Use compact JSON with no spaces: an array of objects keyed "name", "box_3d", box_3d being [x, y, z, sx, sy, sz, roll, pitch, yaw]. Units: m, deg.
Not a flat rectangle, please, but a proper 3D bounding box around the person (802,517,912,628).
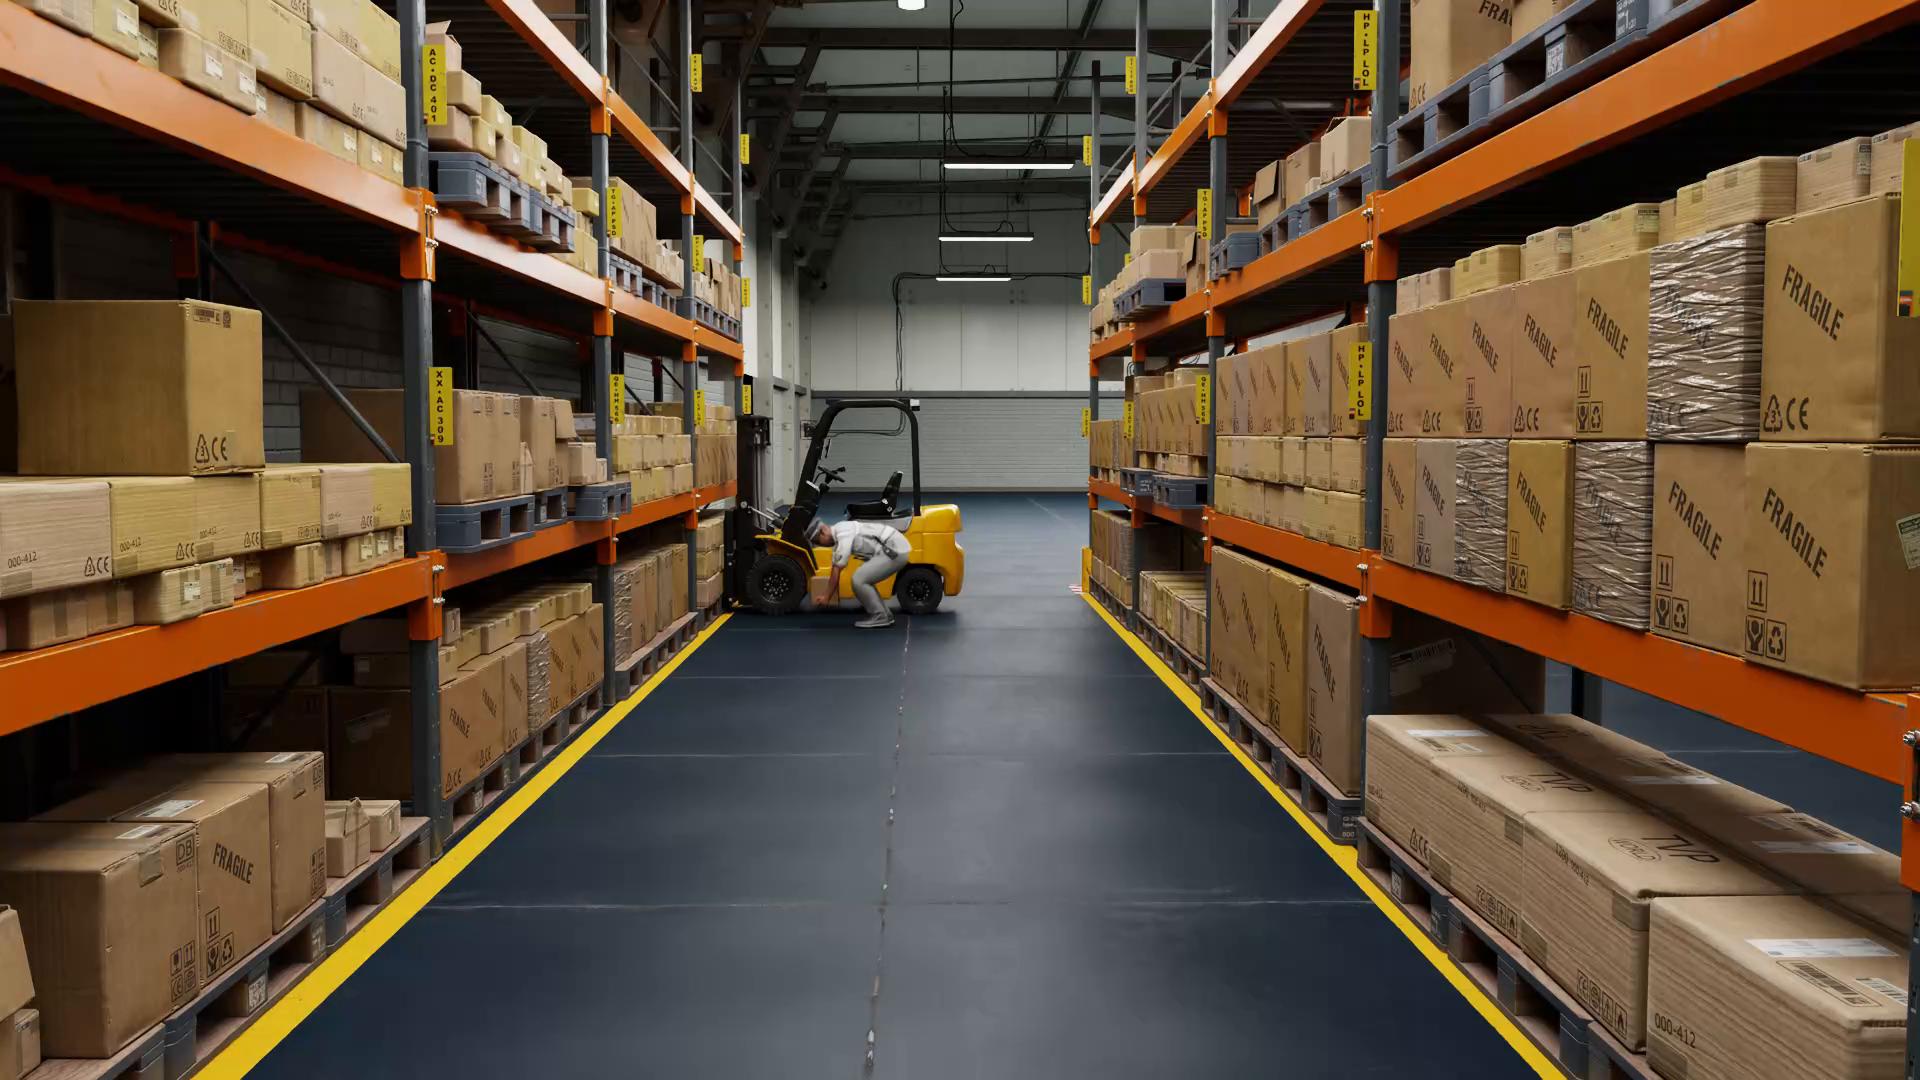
[{"name":"person","box_3d":[-0.963,0.300,15.600,1.025,1.037,0.530,0,4,-4]}]
